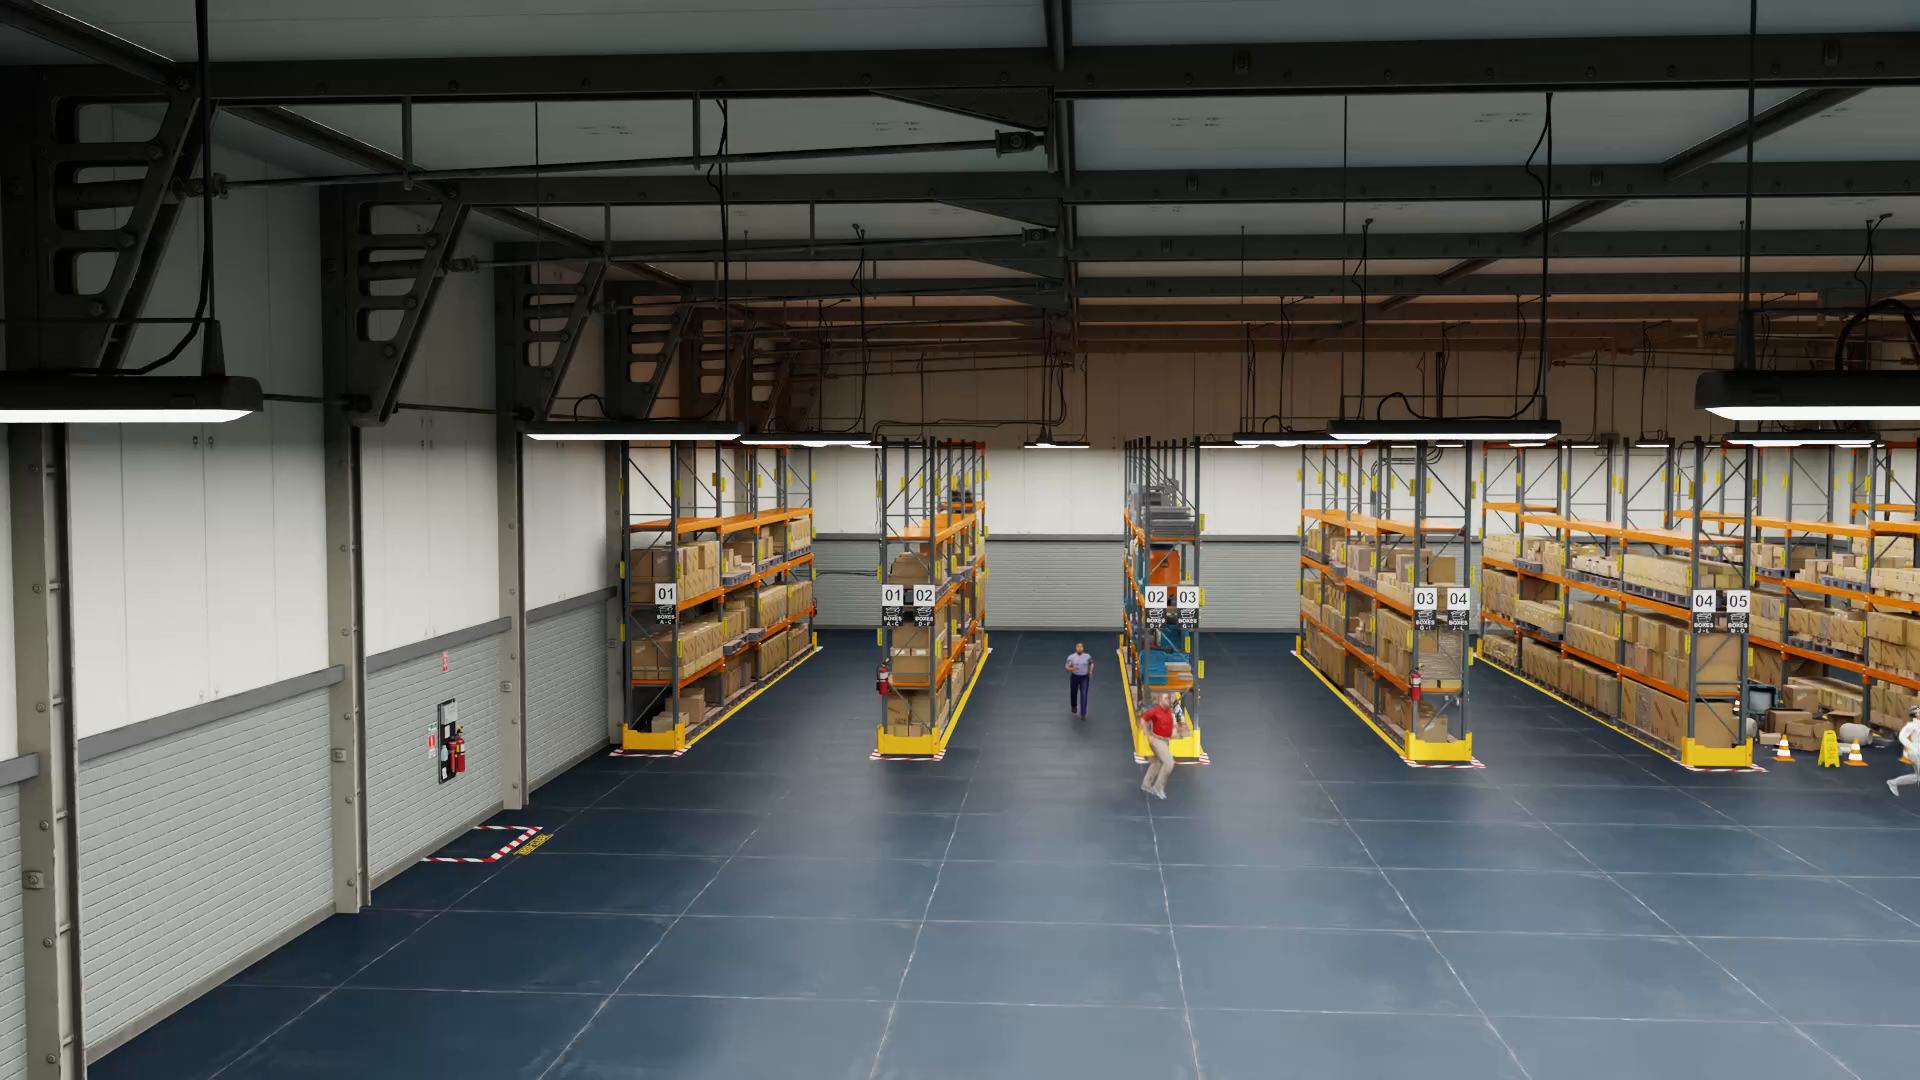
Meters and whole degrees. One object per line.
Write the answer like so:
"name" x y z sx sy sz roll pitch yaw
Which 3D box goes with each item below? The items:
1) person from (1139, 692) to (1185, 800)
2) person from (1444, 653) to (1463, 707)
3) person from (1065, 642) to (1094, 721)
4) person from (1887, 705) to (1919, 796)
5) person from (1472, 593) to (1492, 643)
"person" 3.350 3.403 27.529 0.747 1.775 0.651 2 4 31
"person" 11.150 2.912 37.611 0.555 1.647 0.725 0 3 2
"person" 2.558 2.994 35.513 0.614 1.624 0.917 0 3 2
"person" 15.353 3.463 26.734 0.618 1.696 0.842 -3 4 -44
"person" 14.979 2.305 47.619 0.584 1.733 0.679 -1 3 -18
